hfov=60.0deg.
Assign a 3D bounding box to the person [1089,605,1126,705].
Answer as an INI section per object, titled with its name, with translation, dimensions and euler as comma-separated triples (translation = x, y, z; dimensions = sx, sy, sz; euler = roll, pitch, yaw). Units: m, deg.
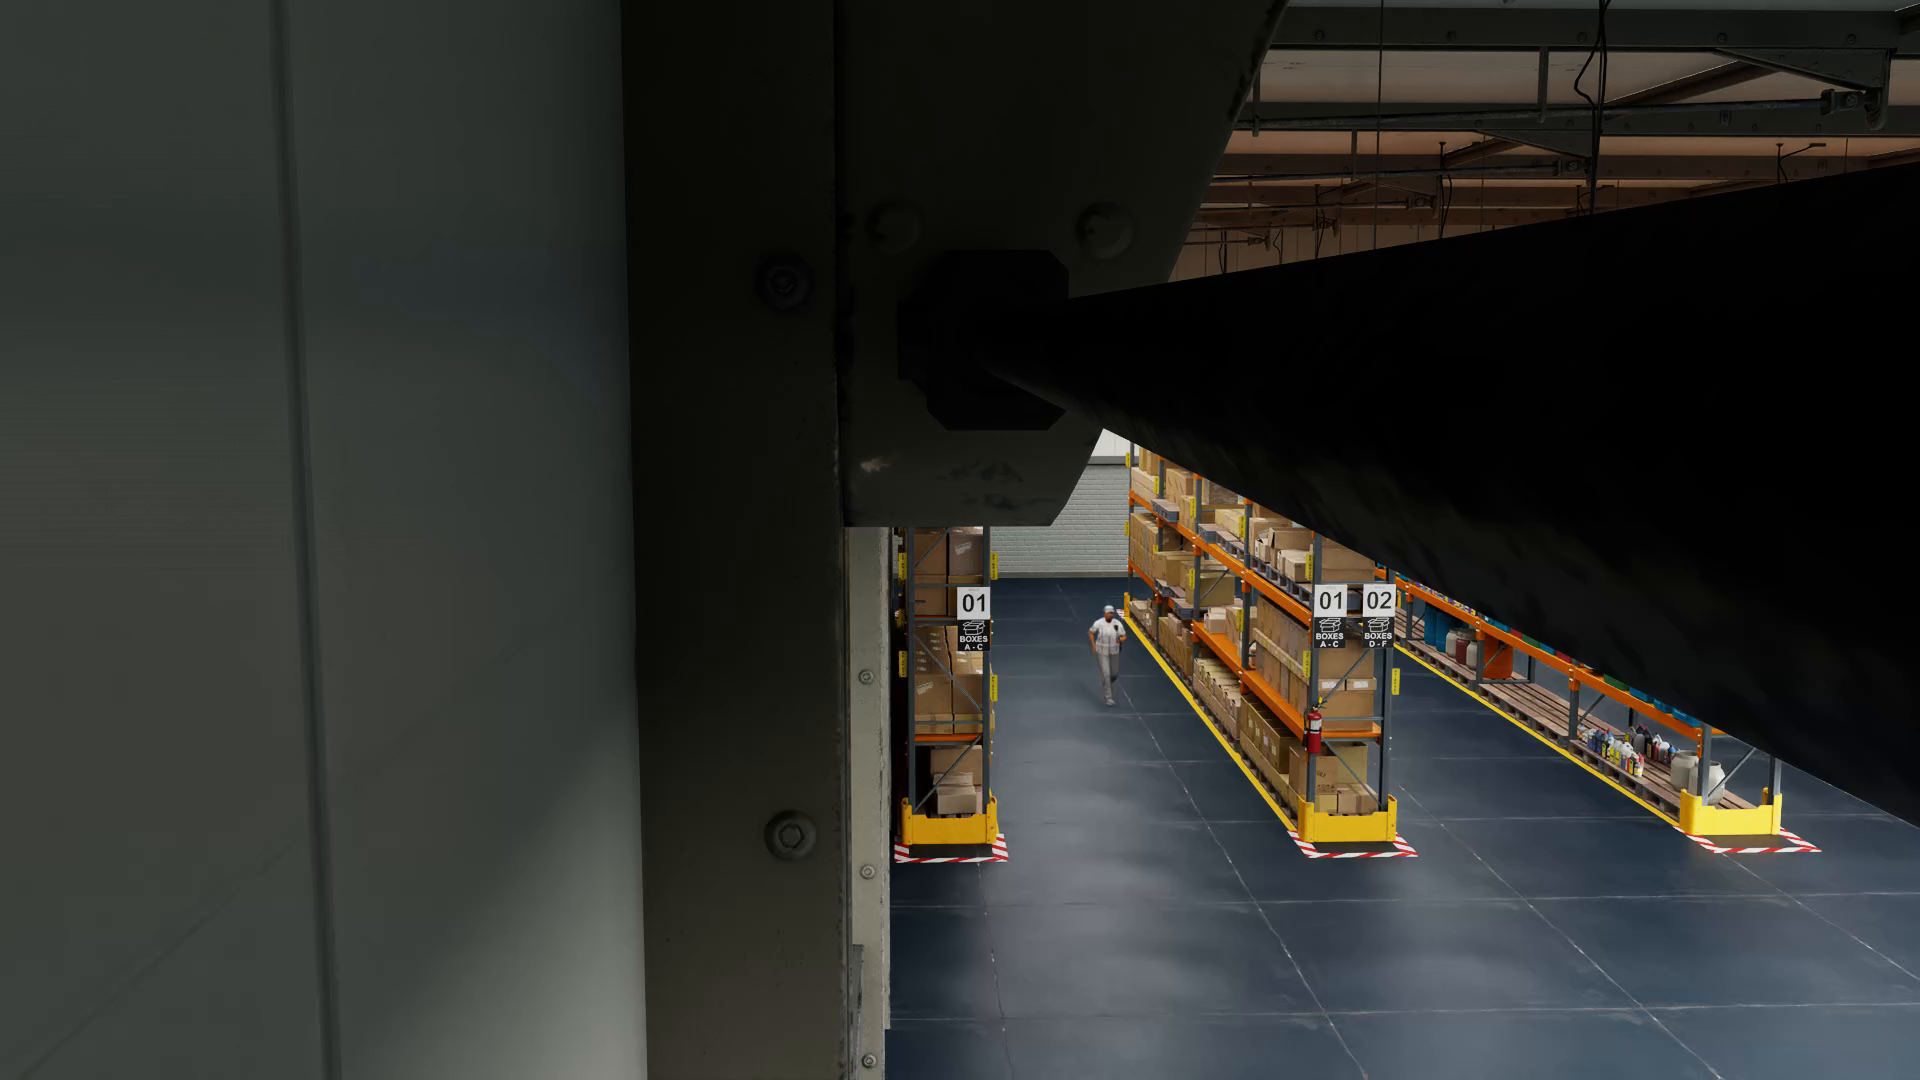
[person]
translation = 2.499, 1.911, 28.135
dimensions = 0.610, 1.636, 0.855
euler = -1, 7, -7
